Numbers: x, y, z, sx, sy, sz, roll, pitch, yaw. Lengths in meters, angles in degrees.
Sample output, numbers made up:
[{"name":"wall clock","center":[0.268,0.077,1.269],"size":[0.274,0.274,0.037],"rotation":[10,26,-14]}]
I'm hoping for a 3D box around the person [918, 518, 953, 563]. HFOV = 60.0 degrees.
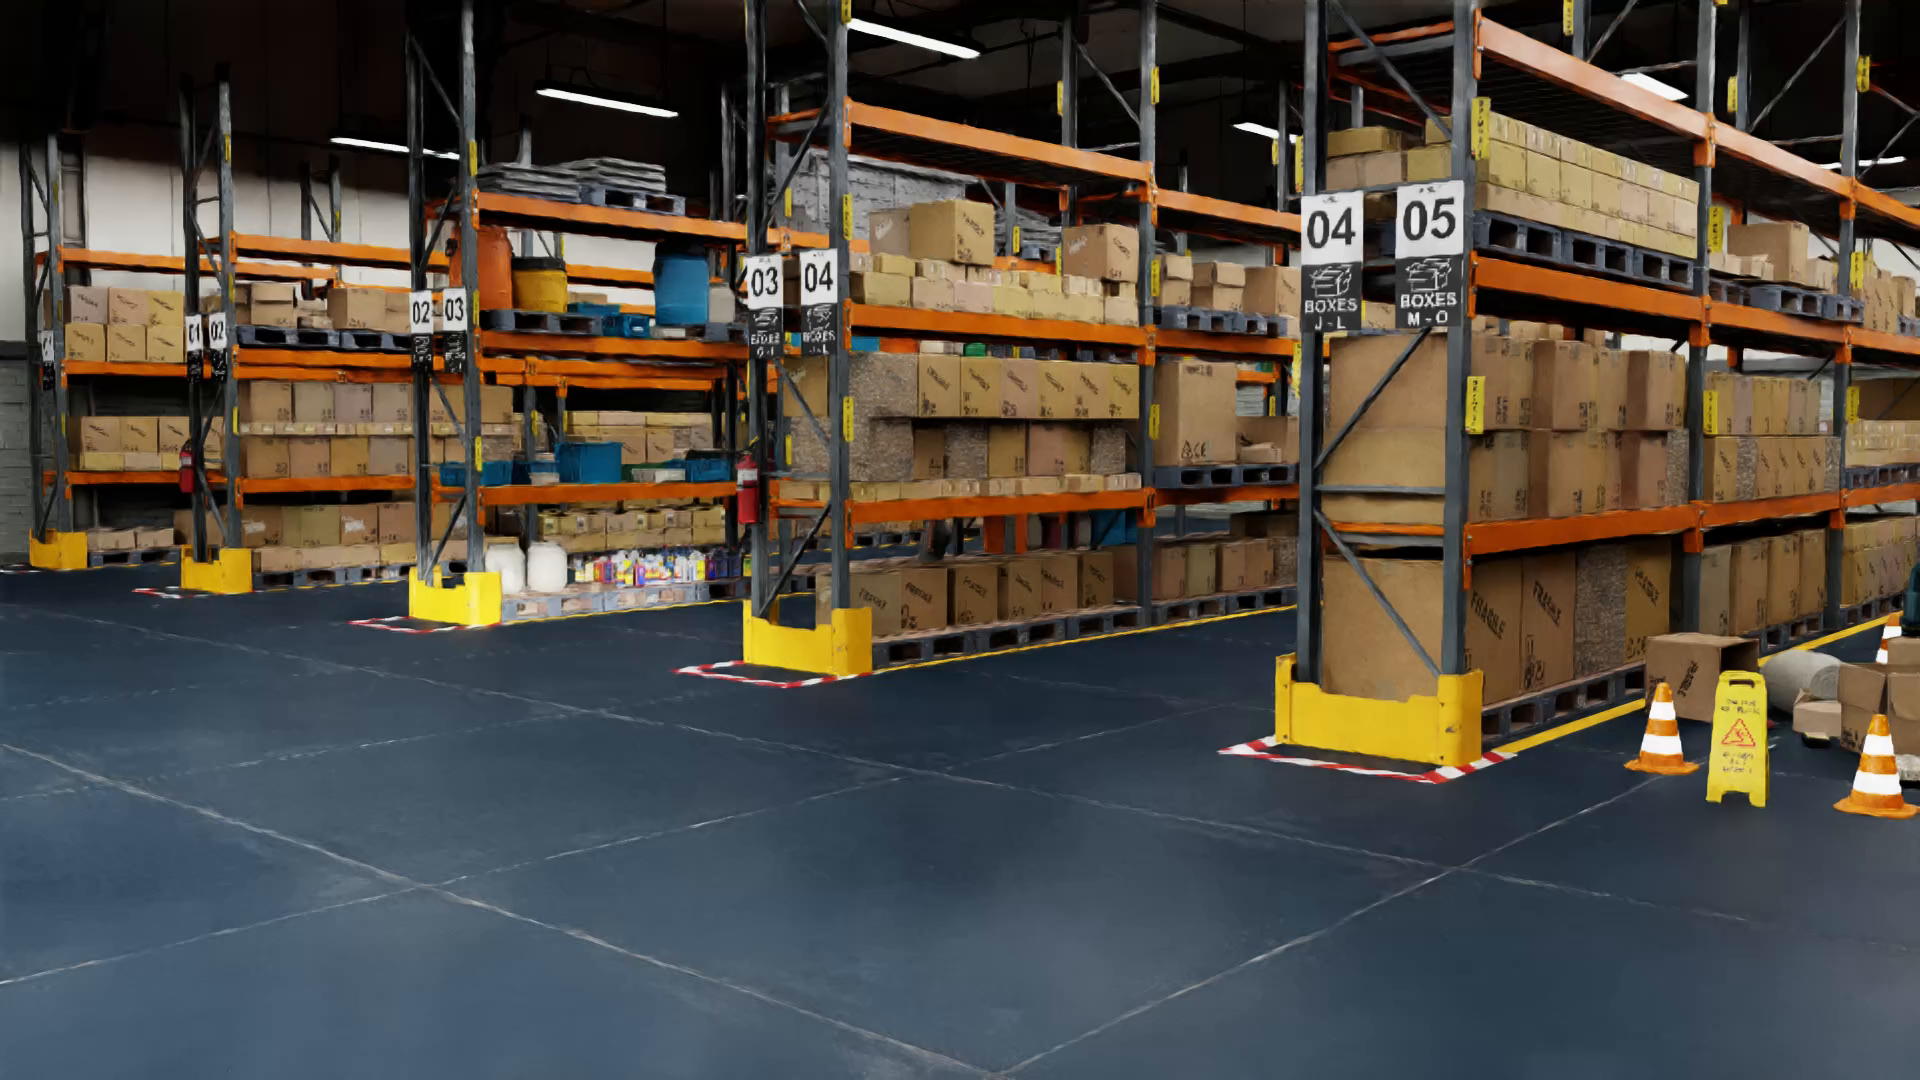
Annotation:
[{"name":"person","center":[-0.227,-0.053,16.519],"size":[0.627,1.643,0.578],"rotation":[1,4,15]}]
